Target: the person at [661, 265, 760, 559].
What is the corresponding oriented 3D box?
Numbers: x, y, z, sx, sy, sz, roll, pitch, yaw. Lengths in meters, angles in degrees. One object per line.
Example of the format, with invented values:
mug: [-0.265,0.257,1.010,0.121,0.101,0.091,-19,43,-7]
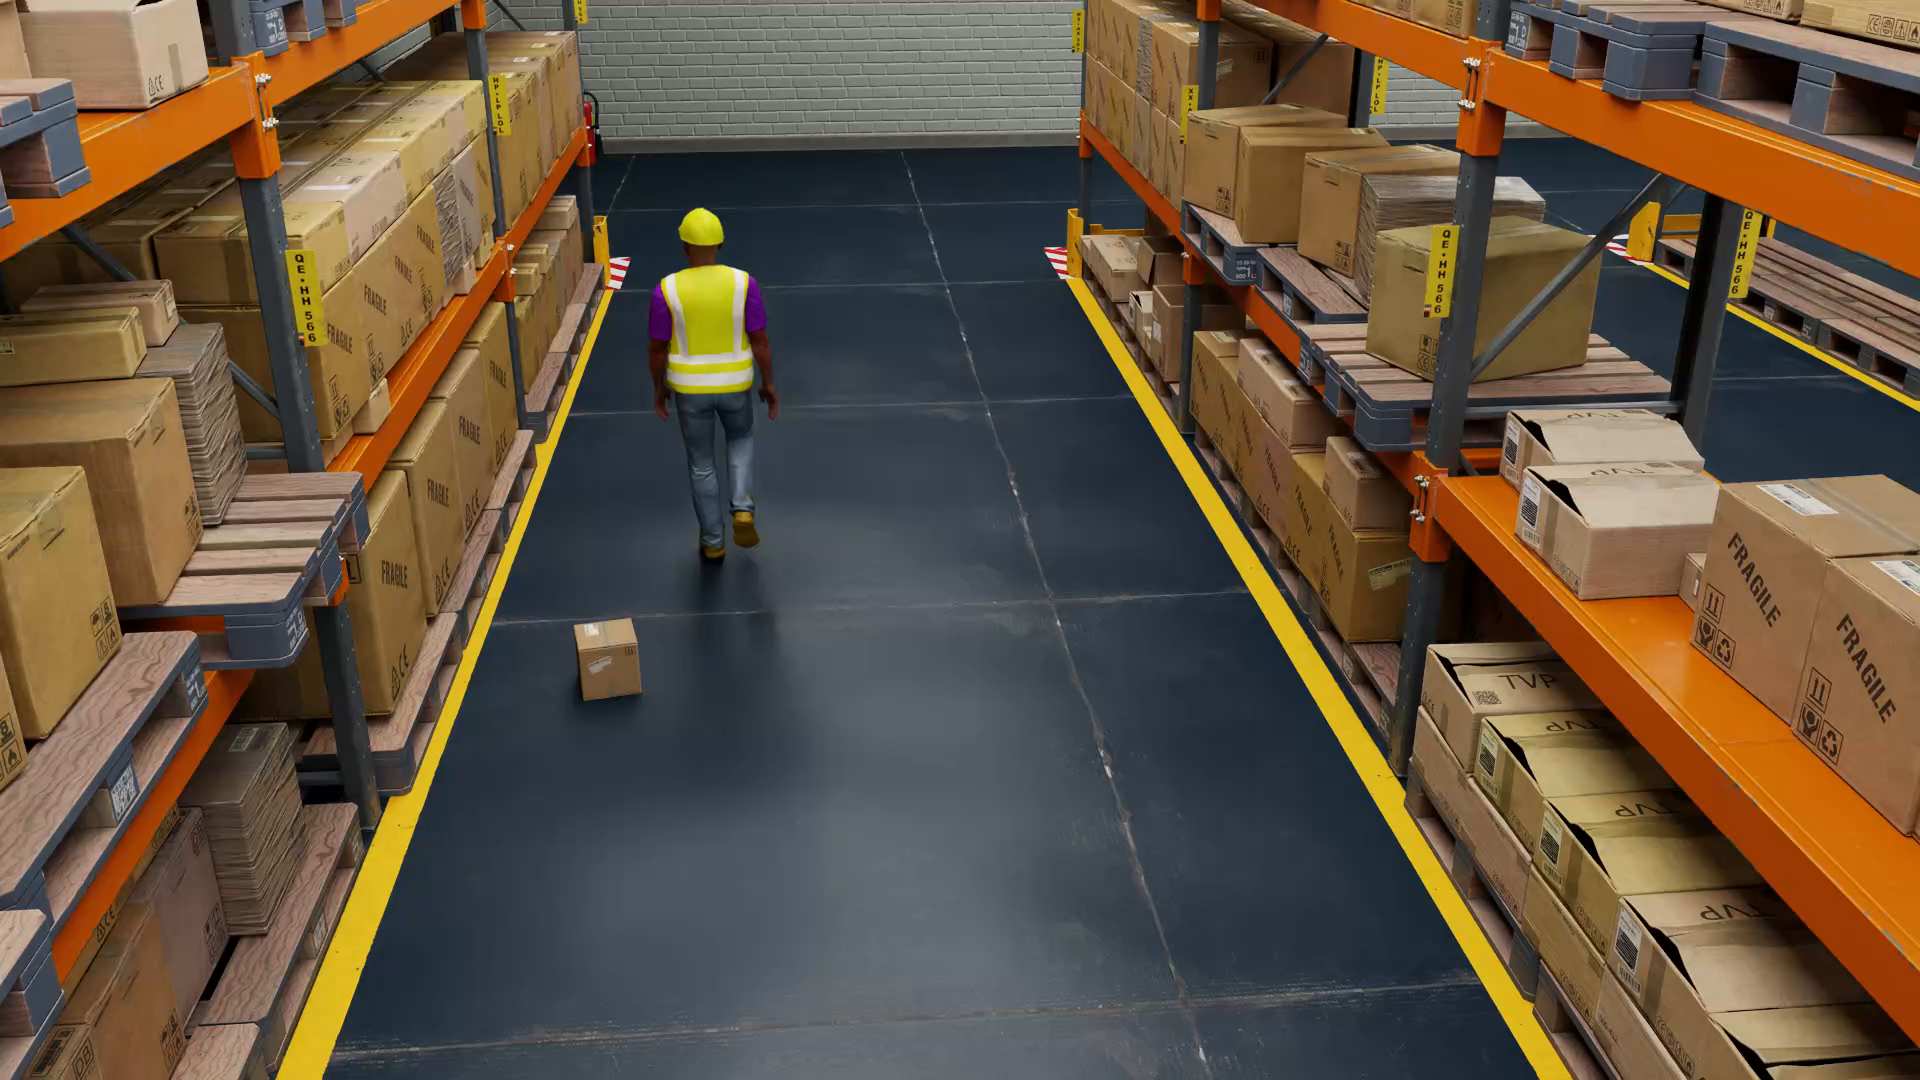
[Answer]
person: [8.099,0.351,3.958,15.830,3.178,14.058,-7,24,-15]
